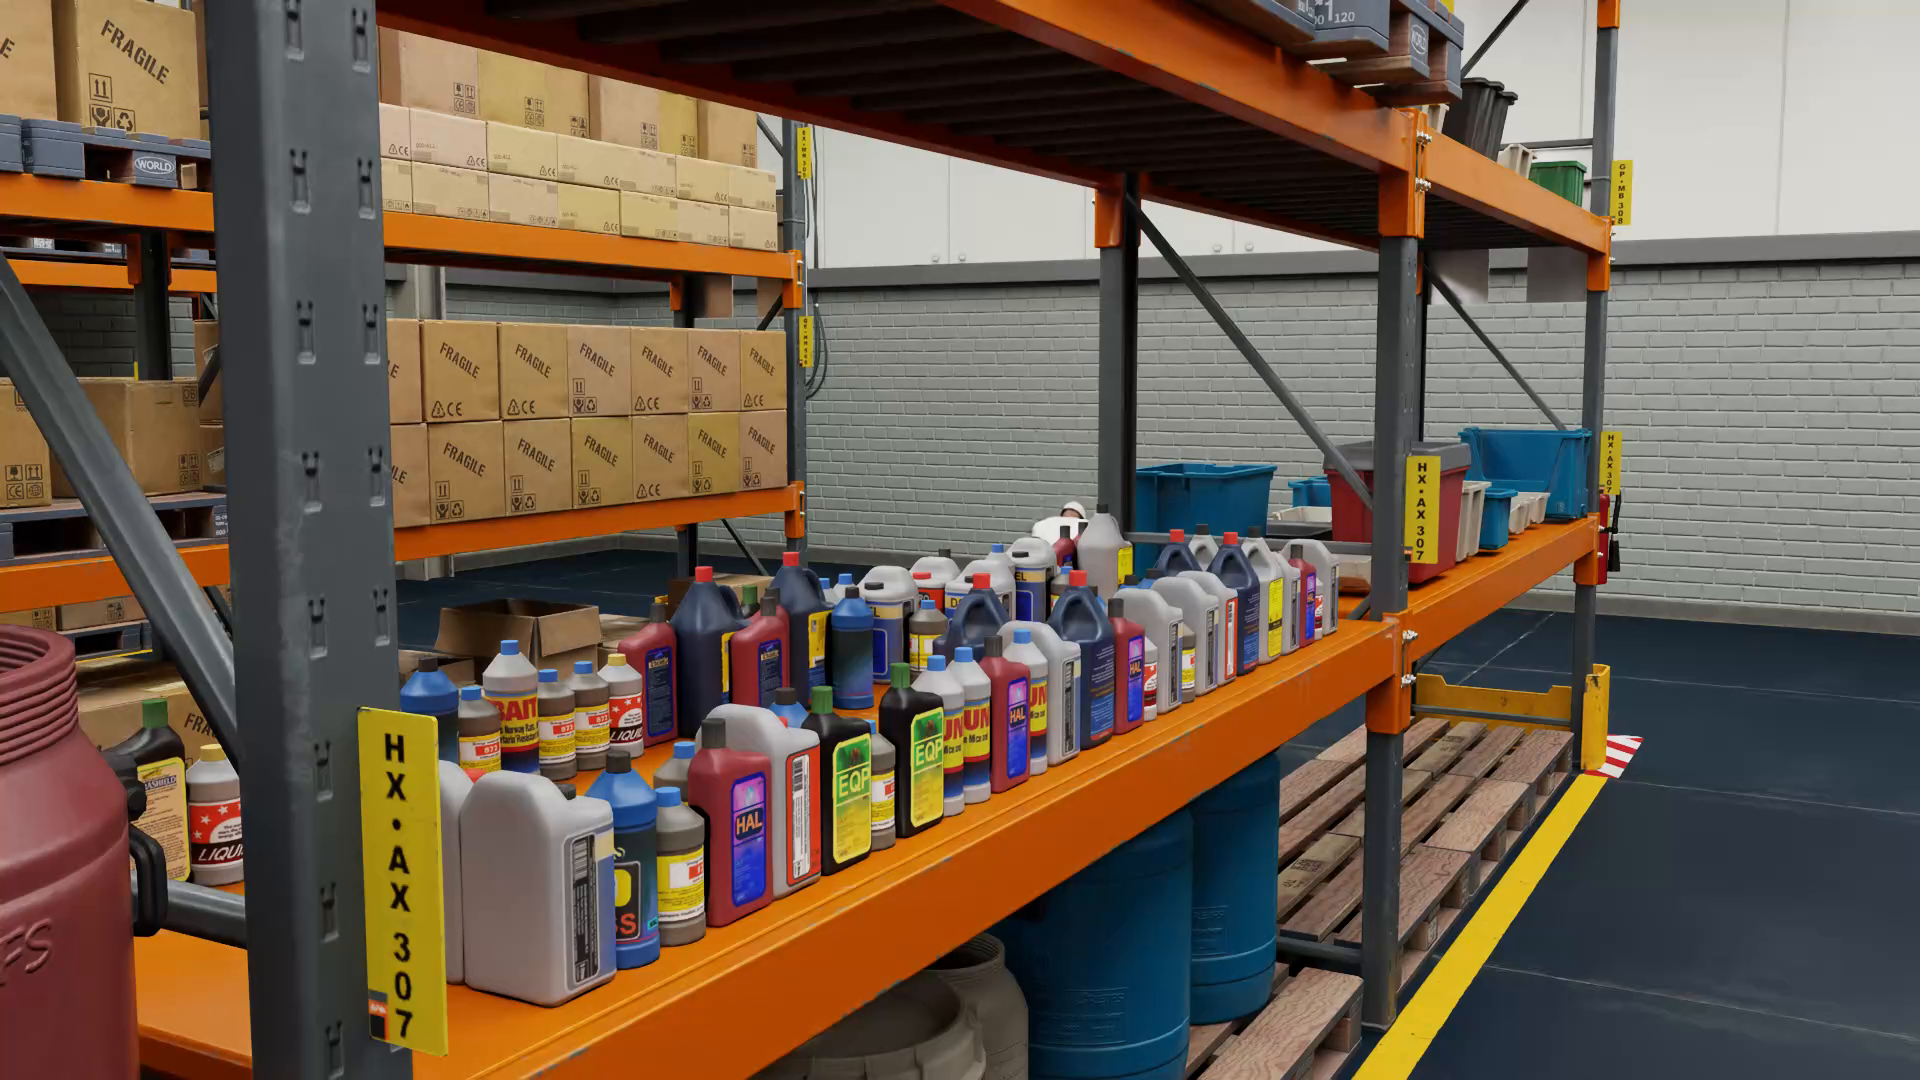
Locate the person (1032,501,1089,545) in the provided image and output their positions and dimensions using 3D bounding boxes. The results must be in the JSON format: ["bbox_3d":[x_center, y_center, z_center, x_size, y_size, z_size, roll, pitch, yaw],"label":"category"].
[{"bbox_3d":[0.799,0.220,13.120,0.583,1.008,0.900,3,7,28],"label":"person"}]
